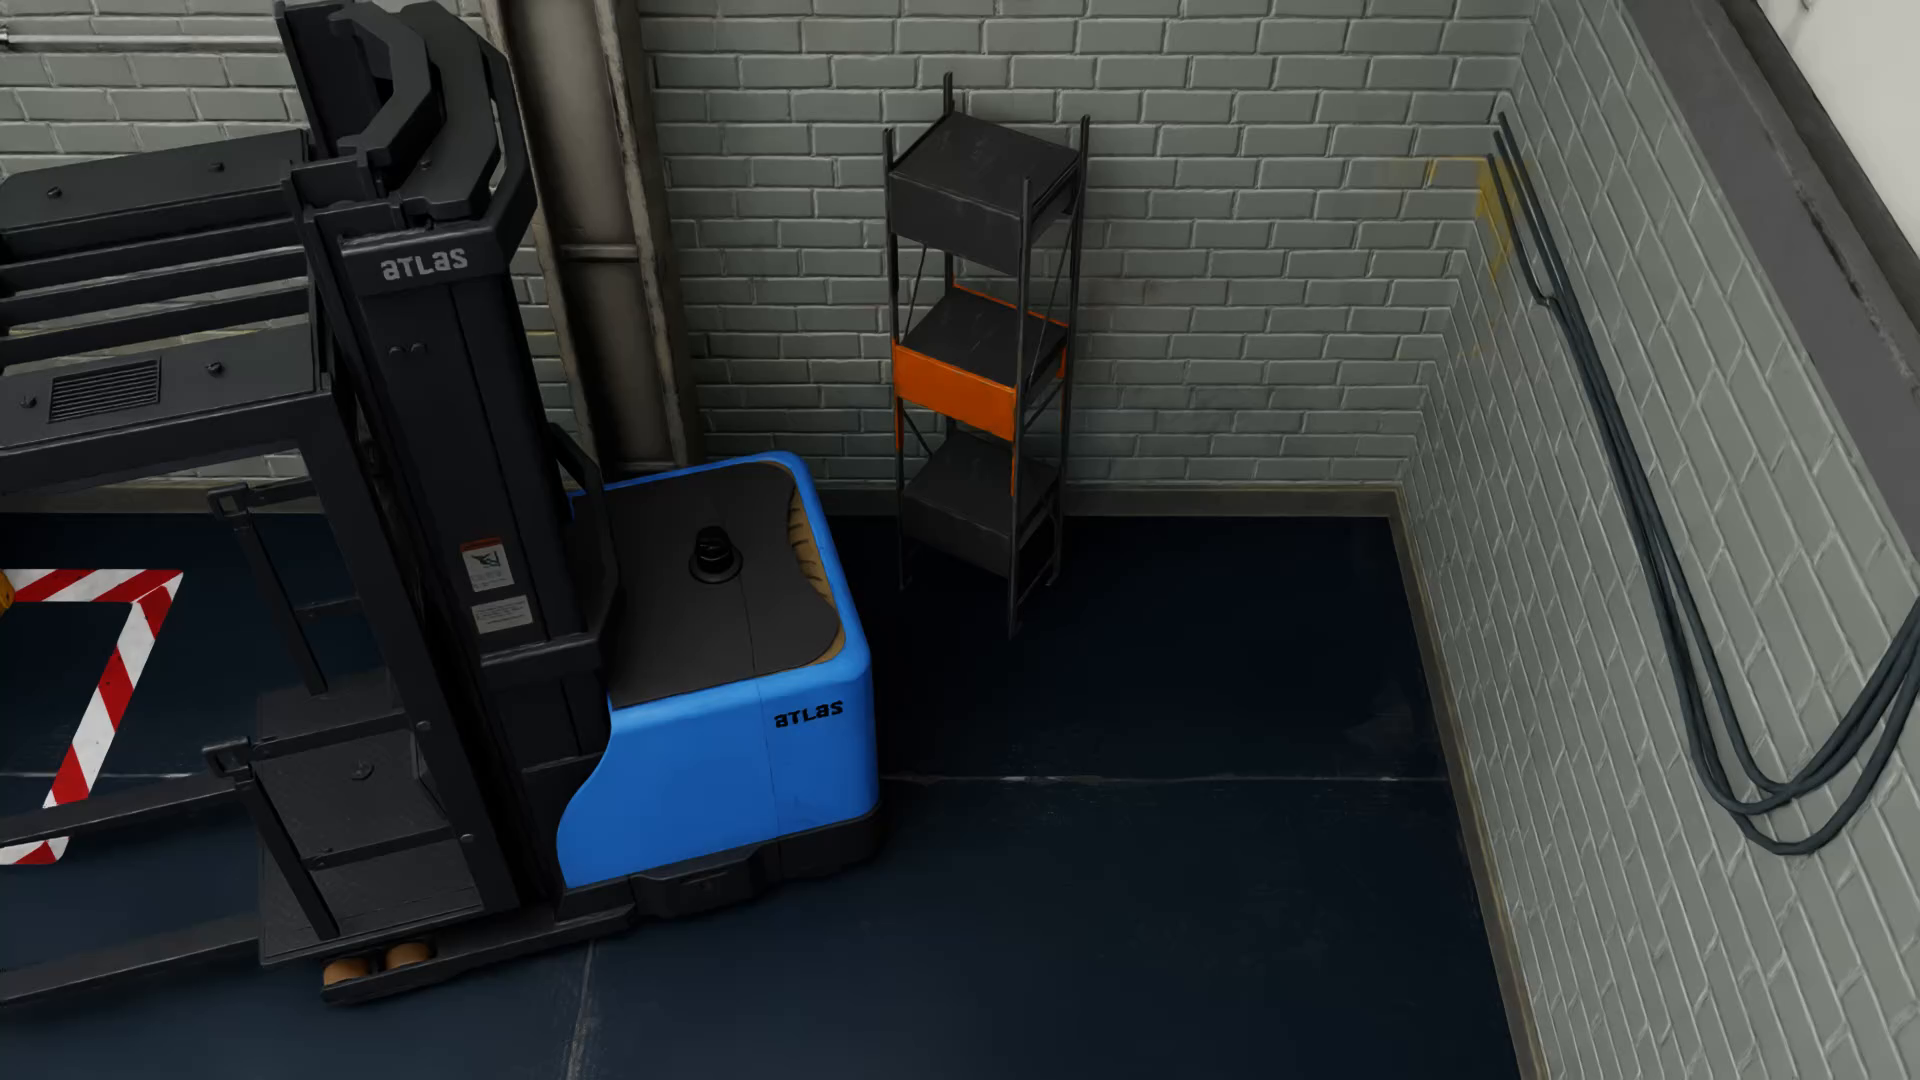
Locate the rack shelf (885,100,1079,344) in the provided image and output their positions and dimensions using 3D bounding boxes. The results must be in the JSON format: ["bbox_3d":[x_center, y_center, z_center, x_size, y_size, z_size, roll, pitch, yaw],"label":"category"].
[{"bbox_3d":[0.081,-1.020,5.327,0.480,0.518,0.431,23,51,20],"label":"rack shelf"}]

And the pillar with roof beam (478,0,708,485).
[{"bbox_3d":[-1.228,0.067,0.540,0.400,9.000,9.100,0,47,0],"label":"pillar with roof beam"}]

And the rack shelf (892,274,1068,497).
[{"bbox_3d":[0.081,-0.543,5.839,0.480,0.518,0.431,23,51,20],"label":"rack shelf"}]

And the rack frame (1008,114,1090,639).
[{"bbox_3d":[0.292,-0.463,5.746,0.015,2.100,0.400,23,51,20],"label":"rack frame"}]

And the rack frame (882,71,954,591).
[{"bbox_3d":[-0.130,-0.642,5.913,0.015,2.100,0.400,23,51,20],"label":"rack frame"}]

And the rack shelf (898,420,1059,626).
[{"bbox_3d":[0.081,-0.066,6.352,0.480,0.518,0.431,23,51,20],"label":"rack shelf"}]

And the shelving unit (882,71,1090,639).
[{"bbox_3d":[0.081,-0.552,5.829,0.503,2.100,0.431,23,51,20],"label":"shelving unit"}]

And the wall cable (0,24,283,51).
[{"bbox_3d":[-2.632,-1.450,5.356,1.851,1.984,0.084,0,47,0],"label":"wall cable"}]

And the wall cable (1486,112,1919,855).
[{"bbox_3d":[1.739,-1.124,3.770,0.112,2.526,3.097,0,47,0],"label":"wall cable"}]

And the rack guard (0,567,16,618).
[{"bbox_3d":[-3.891,0.437,6.002,0.348,0.500,1.175,0,47,0],"label":"rack guard"}]

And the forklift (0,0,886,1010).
[{"bbox_3d":[-1.829,0.061,4.691,3.031,2.935,1.130,-12,48,-11],"label":"forklift"}]
